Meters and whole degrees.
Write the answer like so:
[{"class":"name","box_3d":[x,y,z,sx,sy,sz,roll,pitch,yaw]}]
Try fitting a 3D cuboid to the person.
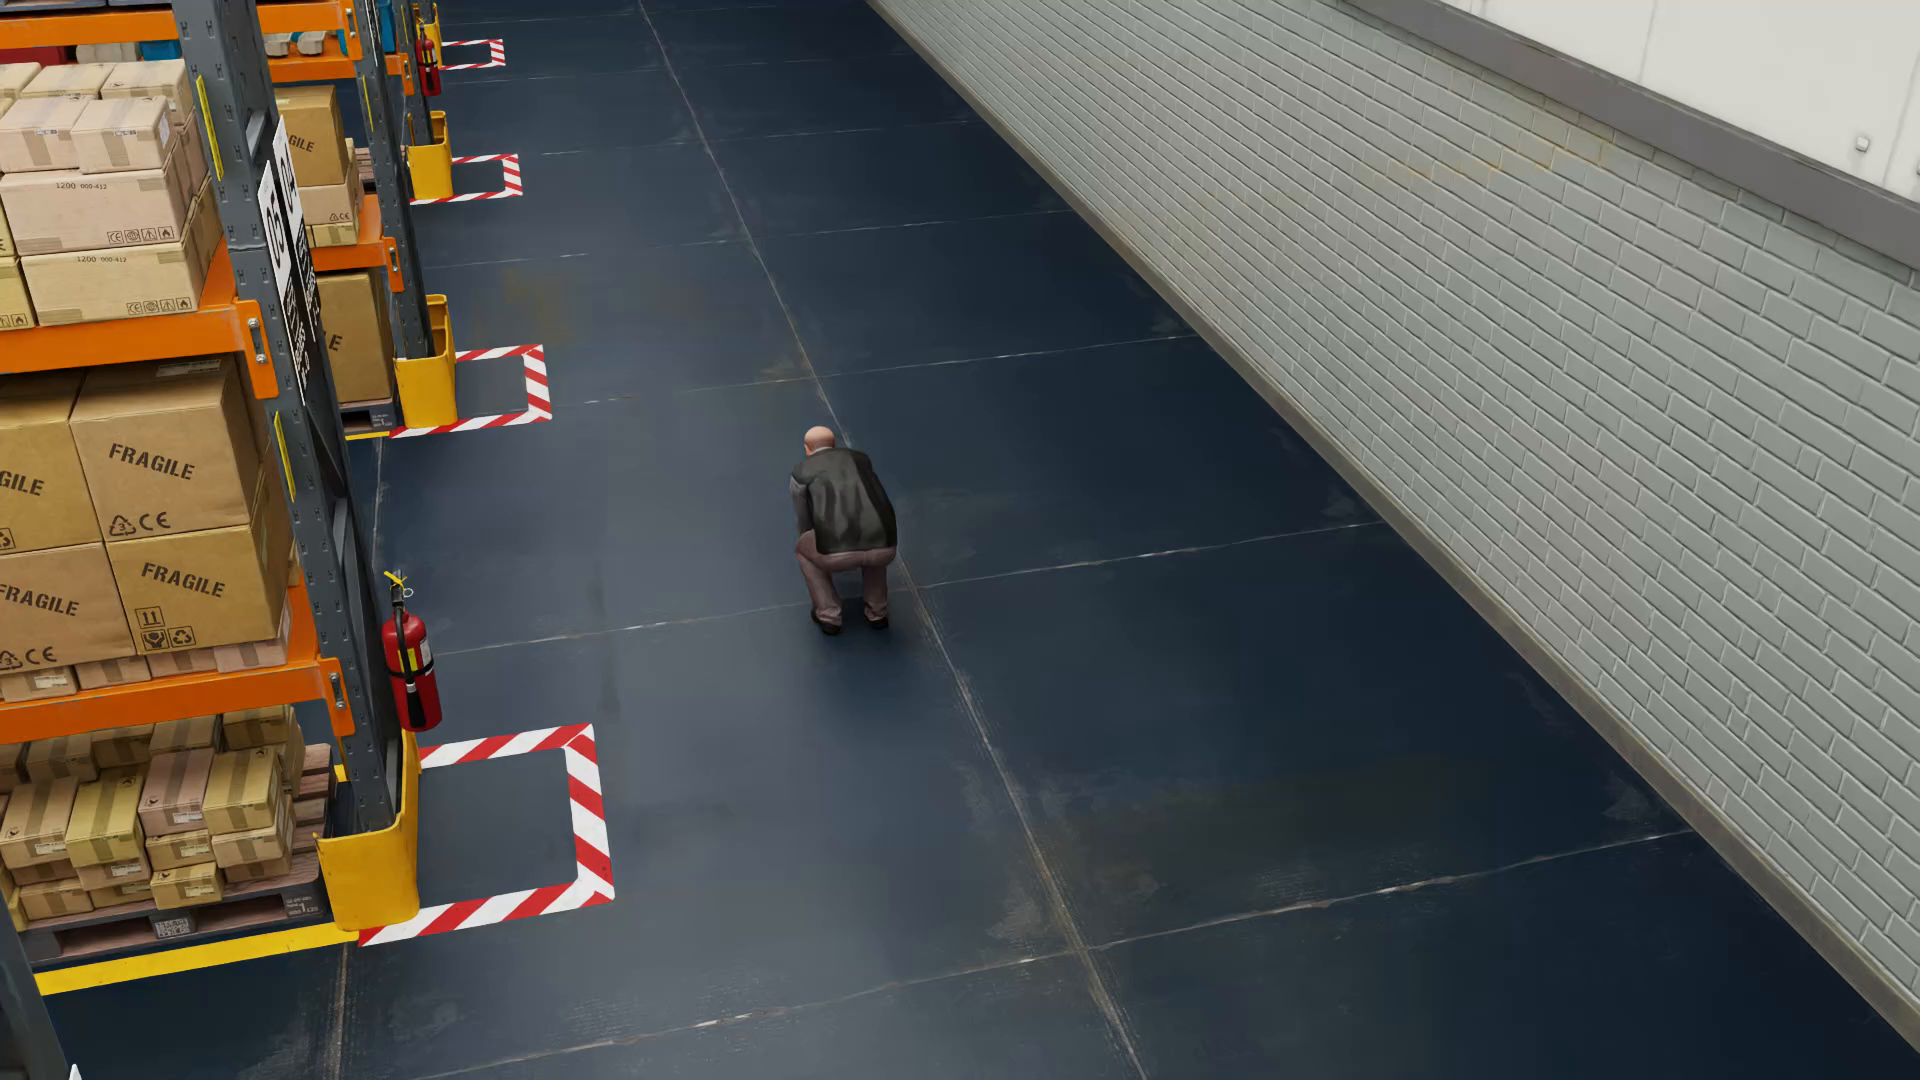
[{"class":"person","box_3d":[-0.646,-0.035,9.097,0.514,0.956,0.908,-9,31,-15]}]
